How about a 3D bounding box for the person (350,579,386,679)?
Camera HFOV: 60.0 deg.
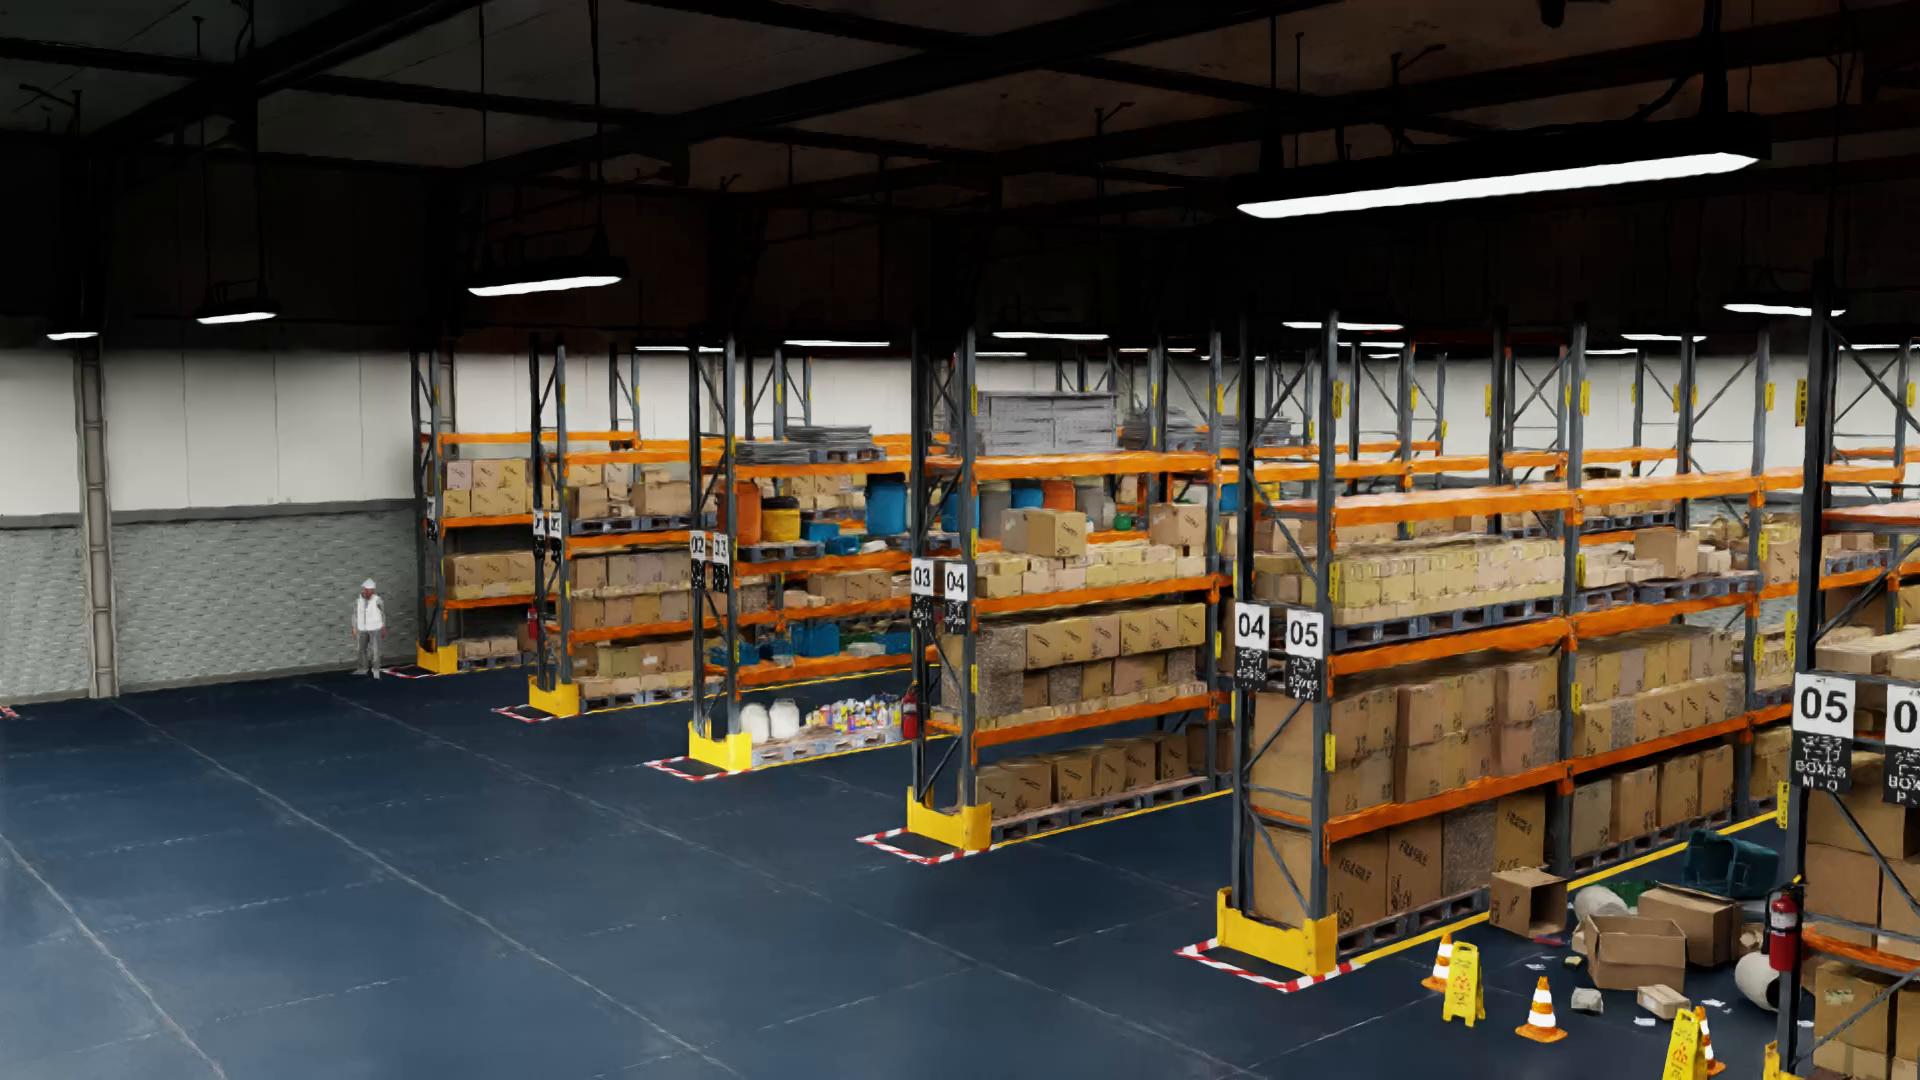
[{"bbox_3d":[-10.544,1.561,29.475,0.709,1.768,0.478,1,5,6],"label":"person"}]
